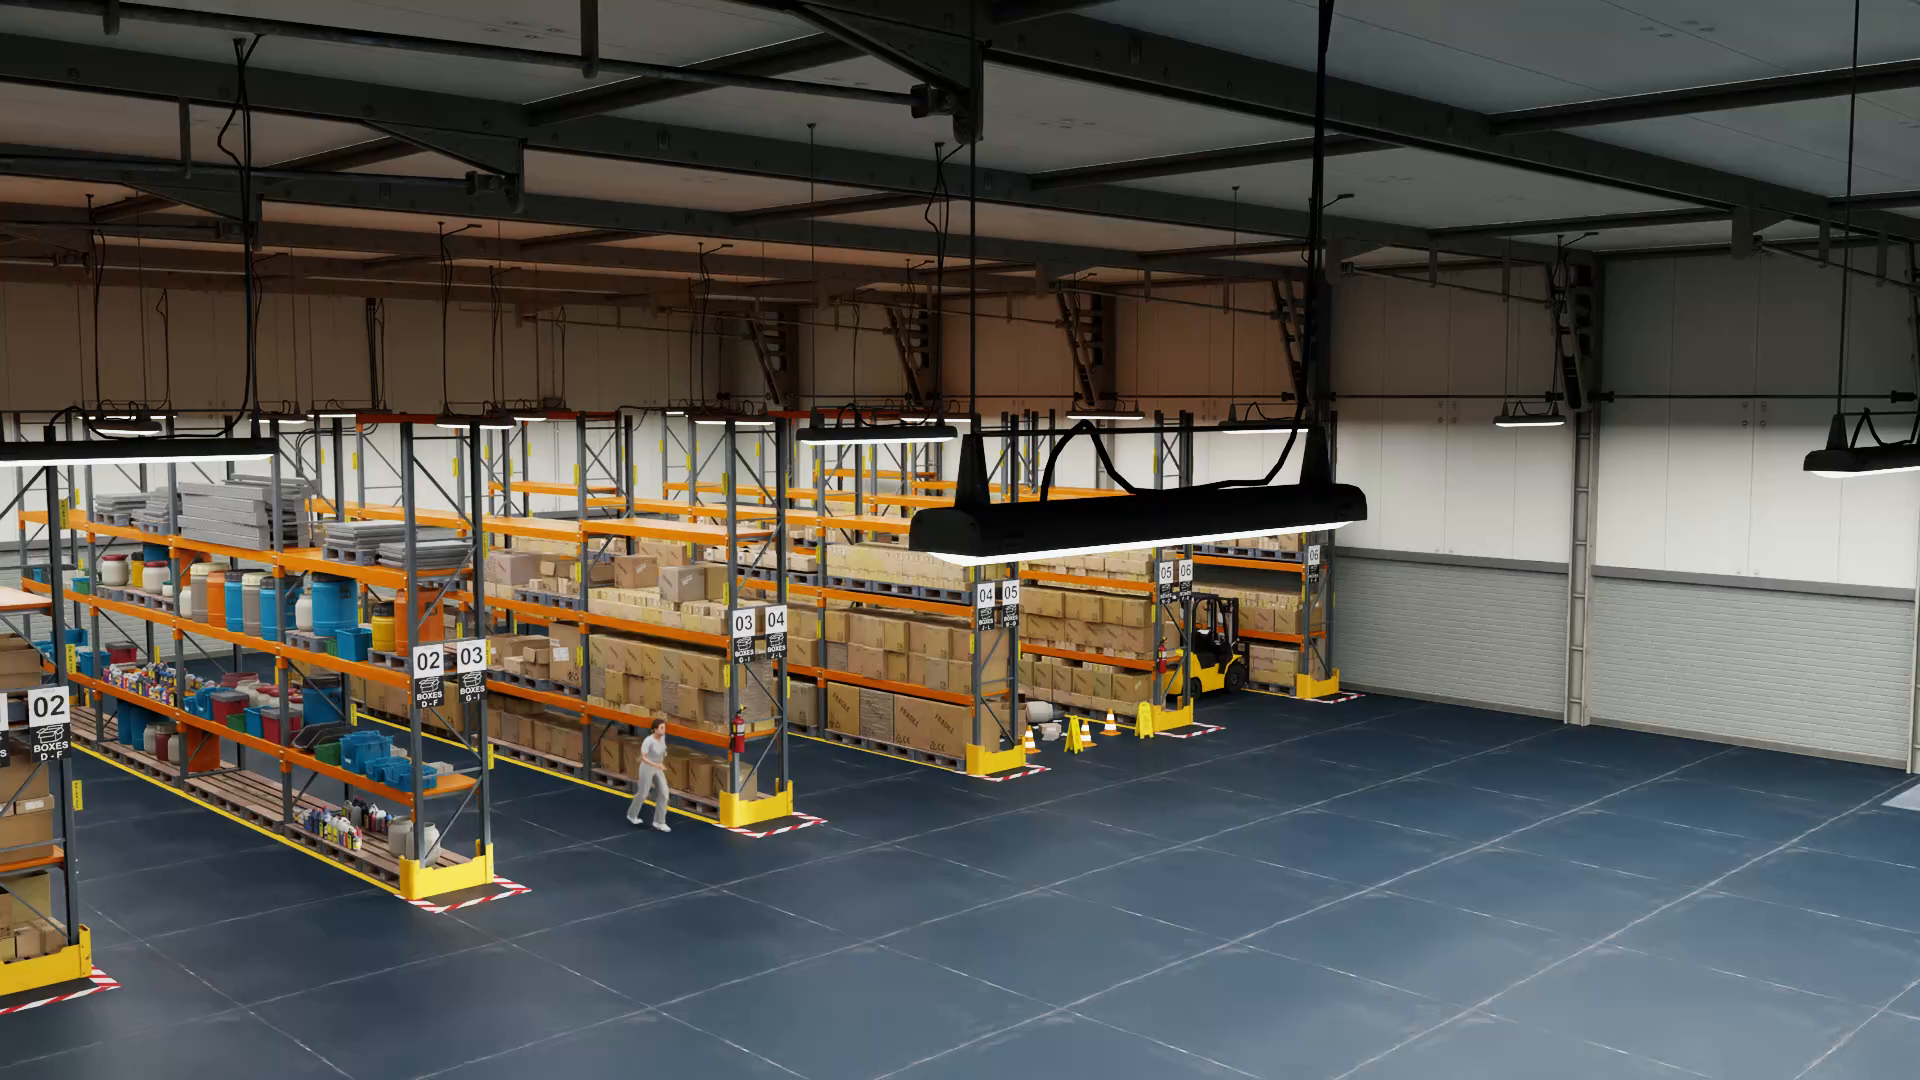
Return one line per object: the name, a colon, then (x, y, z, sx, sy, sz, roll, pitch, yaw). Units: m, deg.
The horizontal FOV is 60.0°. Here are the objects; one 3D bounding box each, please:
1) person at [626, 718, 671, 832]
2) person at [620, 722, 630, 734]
person: (-4.555, 3.409, 24.333, 0.796, 1.669, 0.571, 4, 6, 38)
person: (-6.171, 2.745, 31.154, 0.685, 1.759, 0.648, 4, 6, 39)
